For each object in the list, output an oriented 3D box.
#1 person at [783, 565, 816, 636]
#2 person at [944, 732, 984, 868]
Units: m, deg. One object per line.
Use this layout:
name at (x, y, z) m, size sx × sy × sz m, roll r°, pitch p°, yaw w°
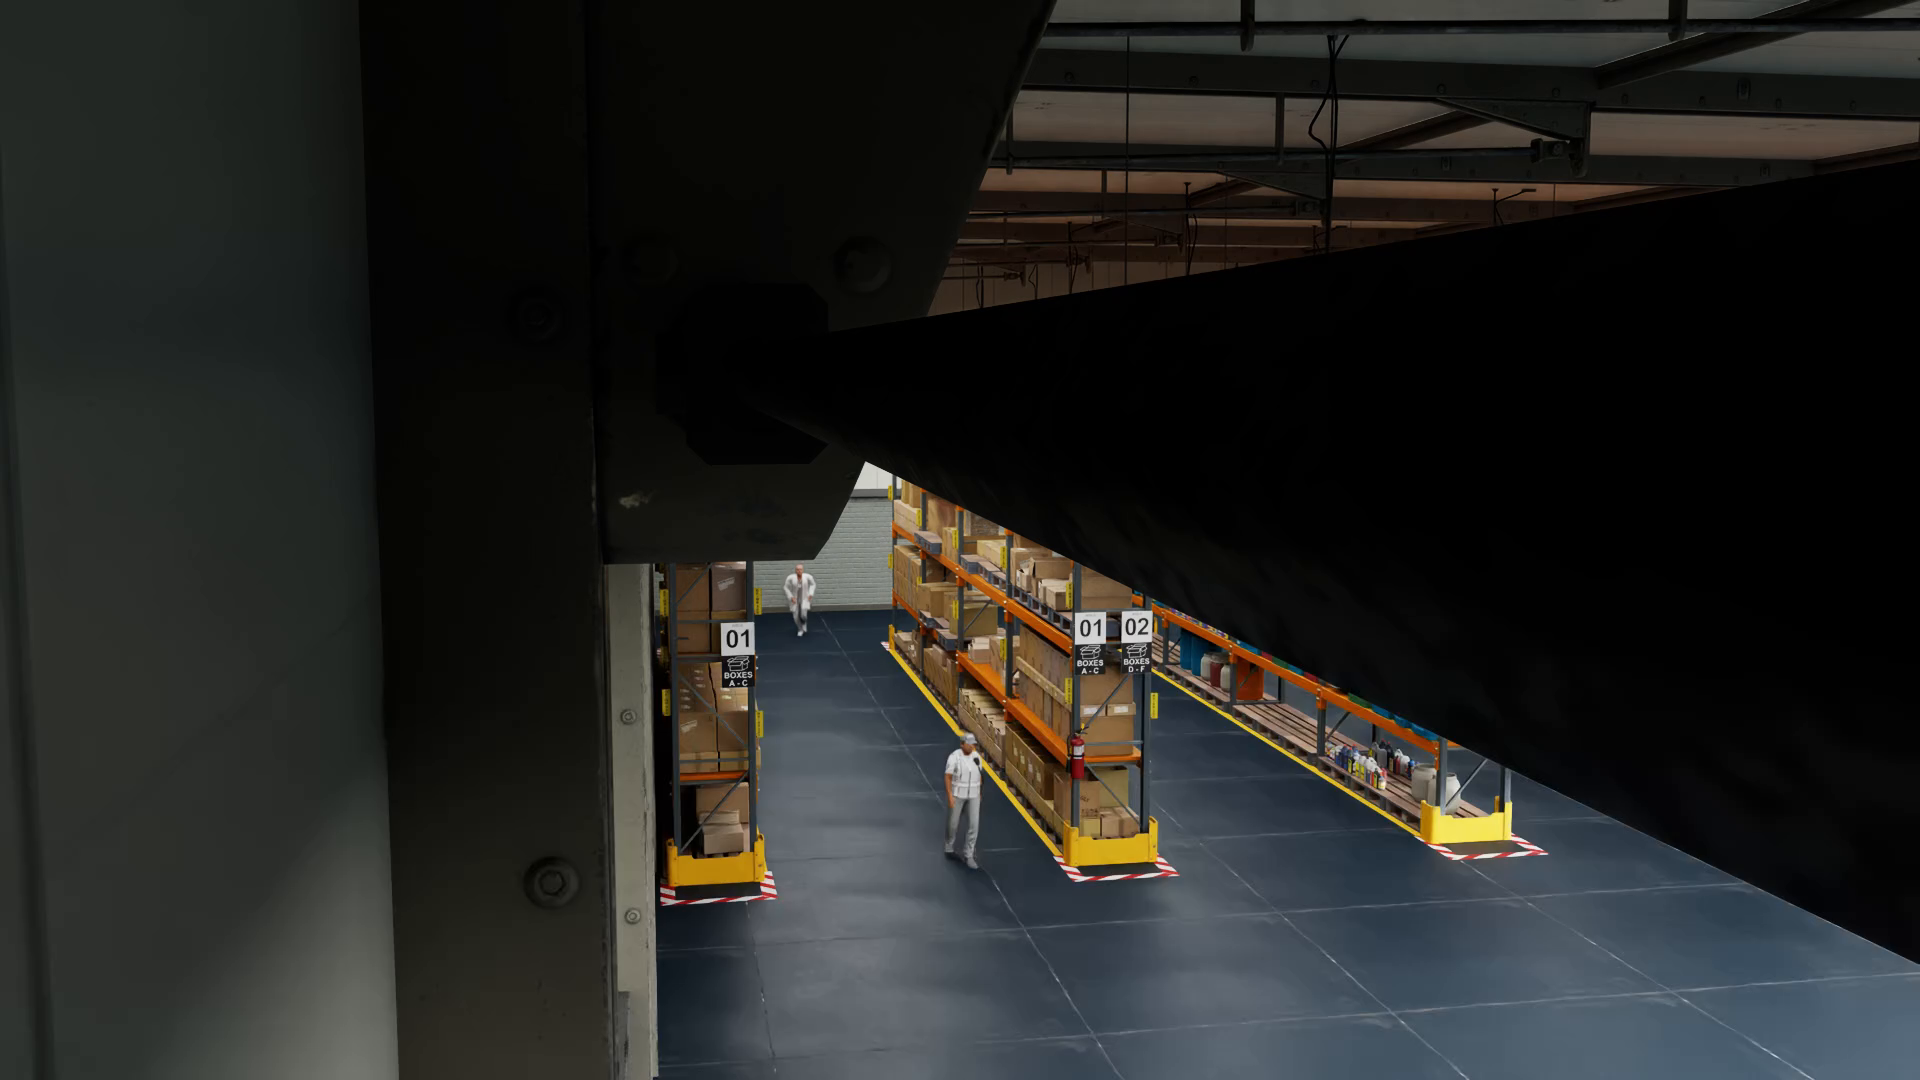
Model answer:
person at (-3.675, 1.380, 38.155) m, size 0.726 × 1.685 × 0.657 m, roll 0°, pitch 6°, yaw -1°
person at (0.063, 3.258, 21.079) m, size 0.559 × 1.655 × 0.791 m, roll -3°, pitch 7°, yaw -22°
